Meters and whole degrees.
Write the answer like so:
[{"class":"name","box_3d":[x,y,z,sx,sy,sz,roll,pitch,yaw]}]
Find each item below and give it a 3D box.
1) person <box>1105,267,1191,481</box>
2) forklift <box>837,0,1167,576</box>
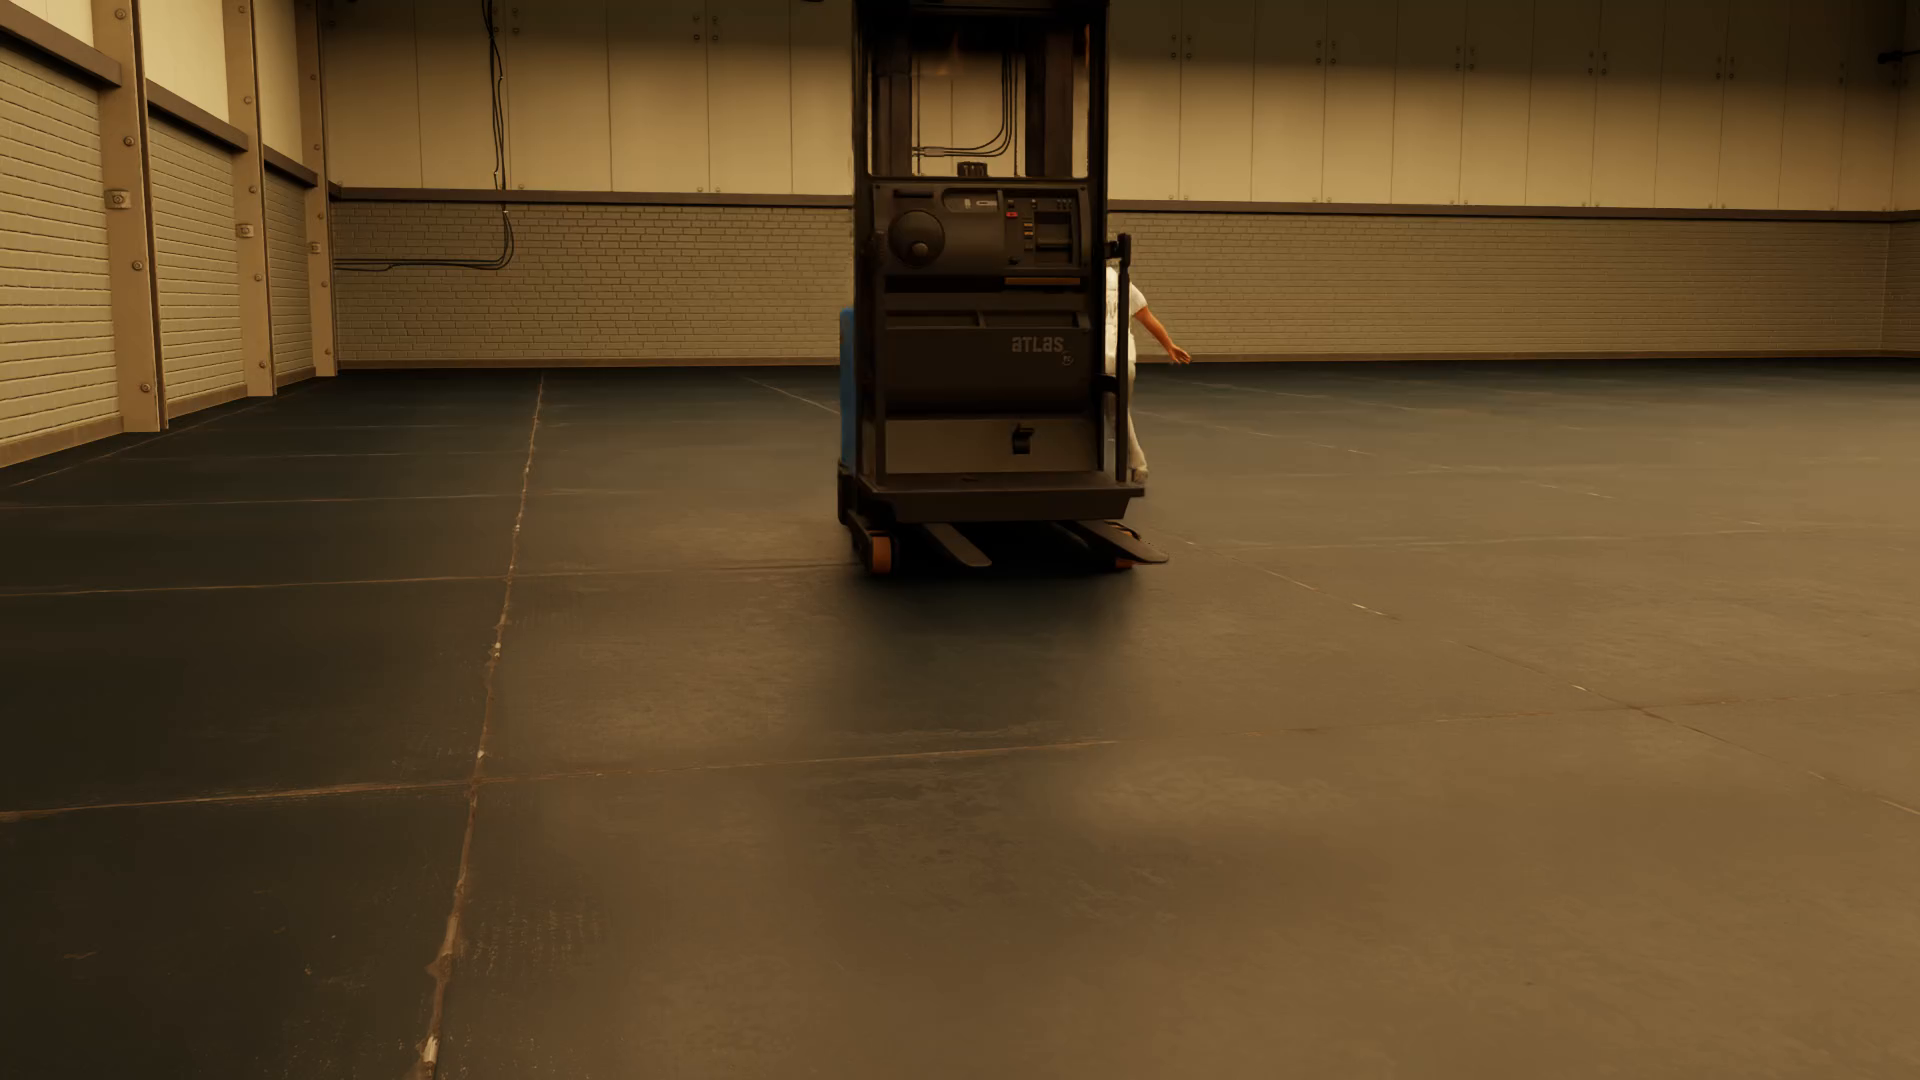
[{"class":"person","box_3d":[0.832,-1.007,9.934,1.027,1.625,0.538,-5,10,-33]},{"class":"forklift","box_3d":[0.128,-1.359,6.844,1.130,2.935,3.031,-1,8,-9]}]
